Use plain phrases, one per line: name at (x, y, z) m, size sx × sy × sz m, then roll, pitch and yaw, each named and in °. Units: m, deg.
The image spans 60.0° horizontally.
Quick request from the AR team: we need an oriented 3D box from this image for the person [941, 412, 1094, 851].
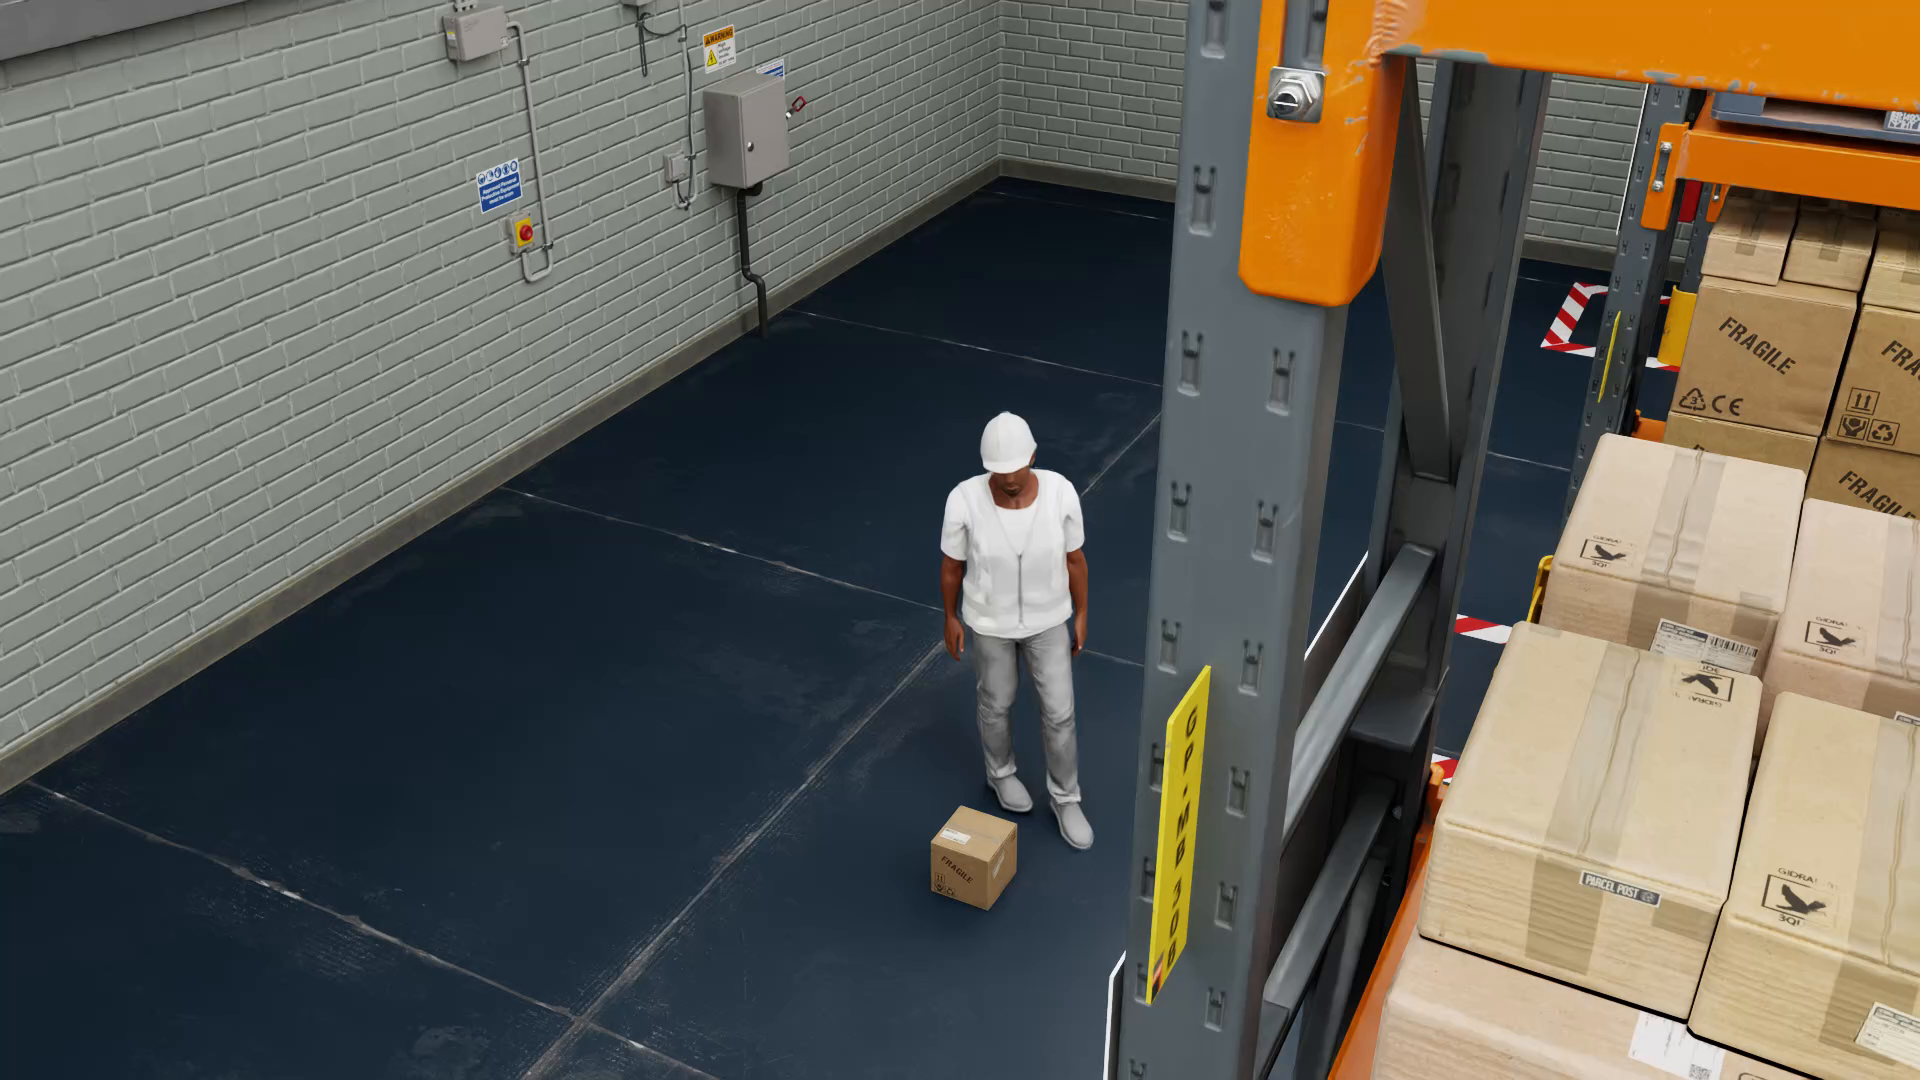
person at (0.233, 0.362, 6.470) m, size 0.590 × 1.774 × 0.547 m, roll -3°, pitch 30°, yaw -5°
